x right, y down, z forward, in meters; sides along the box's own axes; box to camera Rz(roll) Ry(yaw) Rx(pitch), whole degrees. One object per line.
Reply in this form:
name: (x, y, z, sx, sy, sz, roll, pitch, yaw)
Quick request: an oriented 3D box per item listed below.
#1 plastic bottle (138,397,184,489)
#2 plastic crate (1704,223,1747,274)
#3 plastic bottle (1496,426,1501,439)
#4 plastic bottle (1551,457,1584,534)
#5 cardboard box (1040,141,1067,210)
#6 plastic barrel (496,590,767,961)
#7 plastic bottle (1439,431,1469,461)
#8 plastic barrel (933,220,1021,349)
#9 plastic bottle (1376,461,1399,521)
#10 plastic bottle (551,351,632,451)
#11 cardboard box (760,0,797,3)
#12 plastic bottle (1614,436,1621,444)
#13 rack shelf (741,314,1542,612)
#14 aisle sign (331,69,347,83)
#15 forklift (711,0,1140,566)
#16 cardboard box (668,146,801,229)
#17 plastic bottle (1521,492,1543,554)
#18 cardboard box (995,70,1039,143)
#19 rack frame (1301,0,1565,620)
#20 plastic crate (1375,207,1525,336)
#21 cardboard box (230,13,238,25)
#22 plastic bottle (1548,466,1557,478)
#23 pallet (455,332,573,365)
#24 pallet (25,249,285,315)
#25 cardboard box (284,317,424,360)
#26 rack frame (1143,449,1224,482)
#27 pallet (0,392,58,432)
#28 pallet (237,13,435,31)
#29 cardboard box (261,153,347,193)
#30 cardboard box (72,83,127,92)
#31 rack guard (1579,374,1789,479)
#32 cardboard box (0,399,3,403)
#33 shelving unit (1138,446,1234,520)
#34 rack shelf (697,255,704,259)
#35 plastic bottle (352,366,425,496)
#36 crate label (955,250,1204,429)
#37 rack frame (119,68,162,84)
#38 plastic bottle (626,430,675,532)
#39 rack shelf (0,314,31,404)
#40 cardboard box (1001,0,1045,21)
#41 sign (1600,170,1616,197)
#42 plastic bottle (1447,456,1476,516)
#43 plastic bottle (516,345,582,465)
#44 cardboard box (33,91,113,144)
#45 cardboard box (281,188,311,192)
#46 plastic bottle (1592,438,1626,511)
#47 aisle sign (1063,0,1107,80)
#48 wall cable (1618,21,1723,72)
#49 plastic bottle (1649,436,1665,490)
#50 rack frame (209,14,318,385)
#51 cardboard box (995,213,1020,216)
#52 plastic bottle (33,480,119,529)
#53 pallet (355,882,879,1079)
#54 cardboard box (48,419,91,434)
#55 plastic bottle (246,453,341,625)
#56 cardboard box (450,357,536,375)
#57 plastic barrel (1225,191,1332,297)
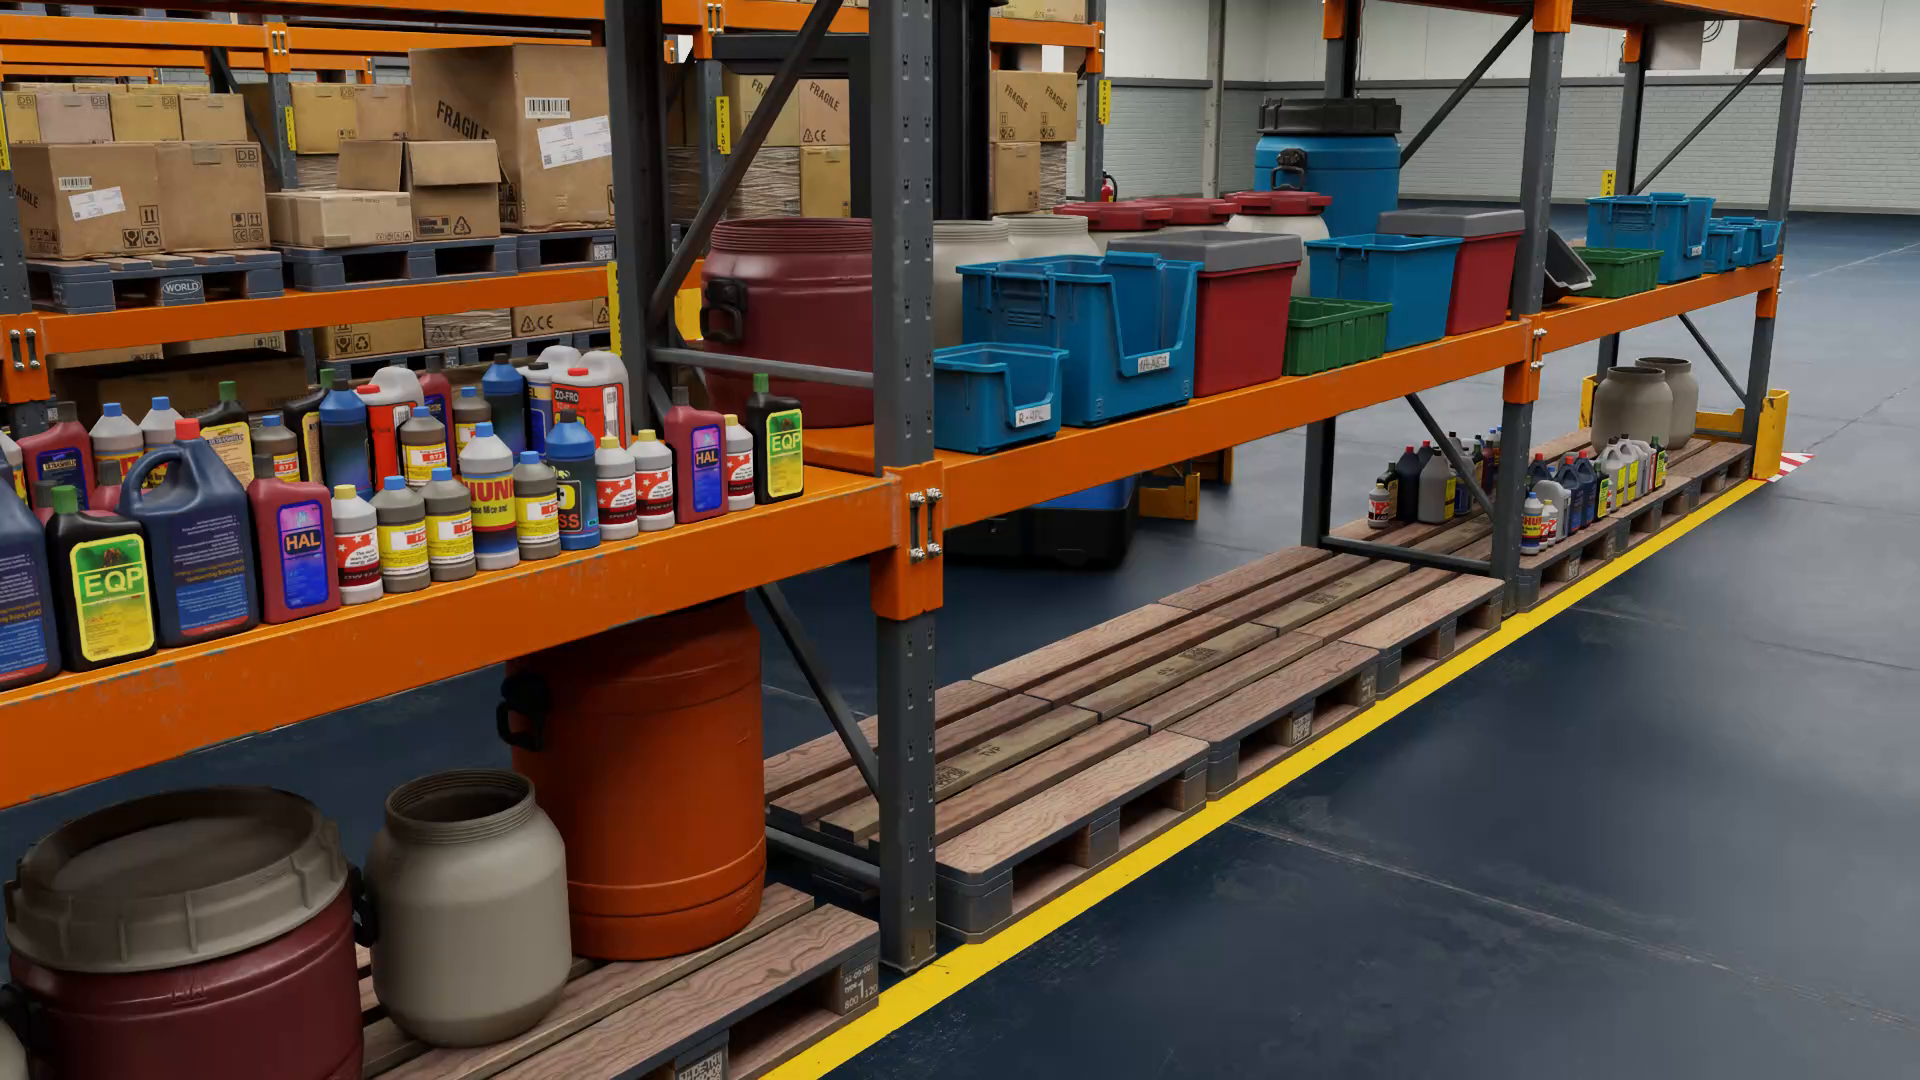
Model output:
plastic bottle: (-1.624, -0.157, 3.410, 0.097, 0.271, 0.097, 0, 14, 0)
plastic crate: (4.047, -1.623, 9.221, 0.499, 0.251, 0.408, 11, 18, 38)
plastic bottle: (2.944, -0.487, 9.095, 0.097, 0.271, 0.097, 0, 14, 0)
plastic bottle: (2.857, -0.214, 7.861, 0.144, 0.351, 0.185, 12, 18, 39)
cardboard box: (0.322, -2.819, 12.819, 0.875, 0.500, 0.500, 11, 18, 38)
plastic barrel: (-0.781, 0.516, 4.054, 0.600, 0.830, 0.708, 11, 18, 38)
plastic bottle: (2.531, -0.391, 8.555, 0.144, 0.351, 0.185, 11, 18, 37)
plastic barrel: (-0.007, -0.713, 5.110, 0.421, 0.512, 0.421, 0, 14, 0)
plastic bottle: (2.073, -0.235, 8.077, 0.061, 0.283, 0.133, 12, 19, 40)
plastic bottle: (-0.892, -0.312, 4.011, 0.152, 0.276, 0.135, 11, 18, 38)
cardboard box: (-1.343, -3.389, 10.083, 0.500, 0.250, 0.500, 10, 18, 35)
plastic bottle: (3.465, -0.410, 8.769, 0.061, 0.283, 0.133, 11, 18, 38)
rack shelf: (0.770, -0.463, 5.814, 1.077, 0.370, 4.000, 11, 18, 38)
aisle sign: (-7.222, -5.581, 19.218, 0.394, 0.787, 0.004, 11, 18, 38)
forklift: (-0.614, -1.447, 8.367, 3.031, 2.935, 1.130, 2, 14, 10)
cardboard box: (-1.494, -2.230, 10.503, 0.875, 0.500, 0.500, 11, 18, 38)
plastic bottle: (2.568, -0.079, 7.488, 0.097, 0.271, 0.097, 0, 14, 0)
cardboard box: (0.225, -3.164, 12.148, 0.500, 0.500, 0.500, 11, 18, 38)
rack frame: (2.027, -1.195, 7.233, 1.000, 3.000, 0.127, 11, 18, 38)
plastic crate: (1.961, -1.086, 6.674, 0.402, 0.464, 0.583, 11, 18, 38)
cardboard box: (-7.771, -5.450, 17.593, 0.500, 0.250, 0.500, 12, 18, 39)
plastic bottle: (2.854, -0.222, 8.054, 0.097, 0.271, 0.097, 0, 14, 0)
pallet: (-4.314, -1.765, 15.141, 1.003, 0.211, 1.213, 11, 18, 38)
pallet: (-3.974, -1.255, 7.861, 1.213, 0.211, 1.003, 11, 18, 38)
cardboard box: (-5.170, -2.031, 13.990, 0.875, 0.875, 0.875, 12, 18, 38)
rack frame: (1.361, -1.101, 9.912, 0.500, 1.500, 0.032, 5, 15, 19)
pallet: (-6.813, -1.002, 12.140, 1.003, 0.211, 1.213, 11, 18, 38)
pallet: (-5.097, -4.314, 13.600, 1.003, 0.211, 1.213, 11, 18, 38)
cardboard box: (-5.397, -2.893, 13.615, 0.875, 0.550, 0.550, 11, 18, 38)
cardboard box: (-8.750, -4.317, 16.687, 0.700, 0.500, 0.500, 11, 18, 38)
rack guard: (4.530, -0.727, 10.471, 1.175, 0.500, 0.348, 11, 18, 38)
cardboard box: (-7.134, -1.366, 11.623, 1.050, 0.750, 0.750, 12, 18, 38)
shelving unit: (1.187, -0.981, 9.440, 0.587, 1.500, 1.083, 5, 15, 19)
rack shelf: (-0.568, -1.995, 11.847, 1.077, 0.370, 4.000, 11, 18, 38)
plastic bottle: (-1.301, -0.247, 3.755, 0.152, 0.276, 0.135, 11, 18, 38)
crate label: (0.348, -0.594, 4.798, 0.502, 0.435, 0.616, 11, 18, 38)
rack frame: (-10.882, -5.028, 22.324, 1.000, 3.000, 0.127, 11, 18, 38)
plastic bottle: (-0.641, -0.125, 3.428, 0.097, 0.201, 0.097, 0, 14, 0)
rack shelf: (-5.596, -0.463, 5.816, 1.077, 0.370, 4.000, 11, 18, 38)
cardboard box: (0.272, -3.881, 12.019, 0.500, 0.250, 0.500, 11, 18, 38)
sign: (4.116, -2.181, 10.553, 0.100, 0.325, 0.005, 11, 18, 38)
plastic bottle: (2.459, -0.274, 8.249, 0.152, 0.276, 0.135, 11, 18, 38)
plastic bottle: (-1.010, -0.336, 4.104, 0.152, 0.276, 0.135, 11, 18, 38)
cardboard box: (-6.567, -2.990, 12.065, 0.700, 0.500, 0.500, 11, 18, 38)
cardboard box: (-3.501, -1.695, 8.622, 0.396, 0.266, 0.258, 11, 18, 36)
plastic bottle: (3.243, -0.332, 8.324, 0.144, 0.351, 0.185, 11, 18, 37)
aisle sign: (0.961, -3.953, 12.810, 0.394, 0.787, 0.004, 11, 18, 38)
wall cable: (17.088, -14.223, 39.426, 2.305, 6.003, 0.169, 11, 18, 38)
plastic bottle: (3.669, -0.413, 8.778, 0.061, 0.283, 0.133, 12, 18, 39)
rack frame: (-5.620, -2.748, 13.348, 1.000, 3.000, 0.127, 11, 18, 38)
cardboard box: (0.226, -2.370, 12.369, 0.380, 0.149, 0.250, 11, 18, 38)
plastic bottle: (-1.375, 0.042, 2.603, 0.061, 0.283, 0.133, 11, 18, 38)
pallet: (-0.950, 1.080, 3.942, 1.003, 0.211, 1.213, 11, 18, 38)
cardboard box: (-3.934, -0.328, 8.006, 0.700, 0.500, 0.500, 10, 17, 35)
plastic bottle: (-1.128, -0.010, 2.806, 0.061, 0.283, 0.133, 11, 18, 38)
cardboard box: (-2.542, -0.760, 9.706, 0.700, 0.500, 0.500, 11, 18, 37)
plastic barrel: (1.255, -1.111, 6.629, 0.433, 0.535, 0.433, 0, 14, 0)
